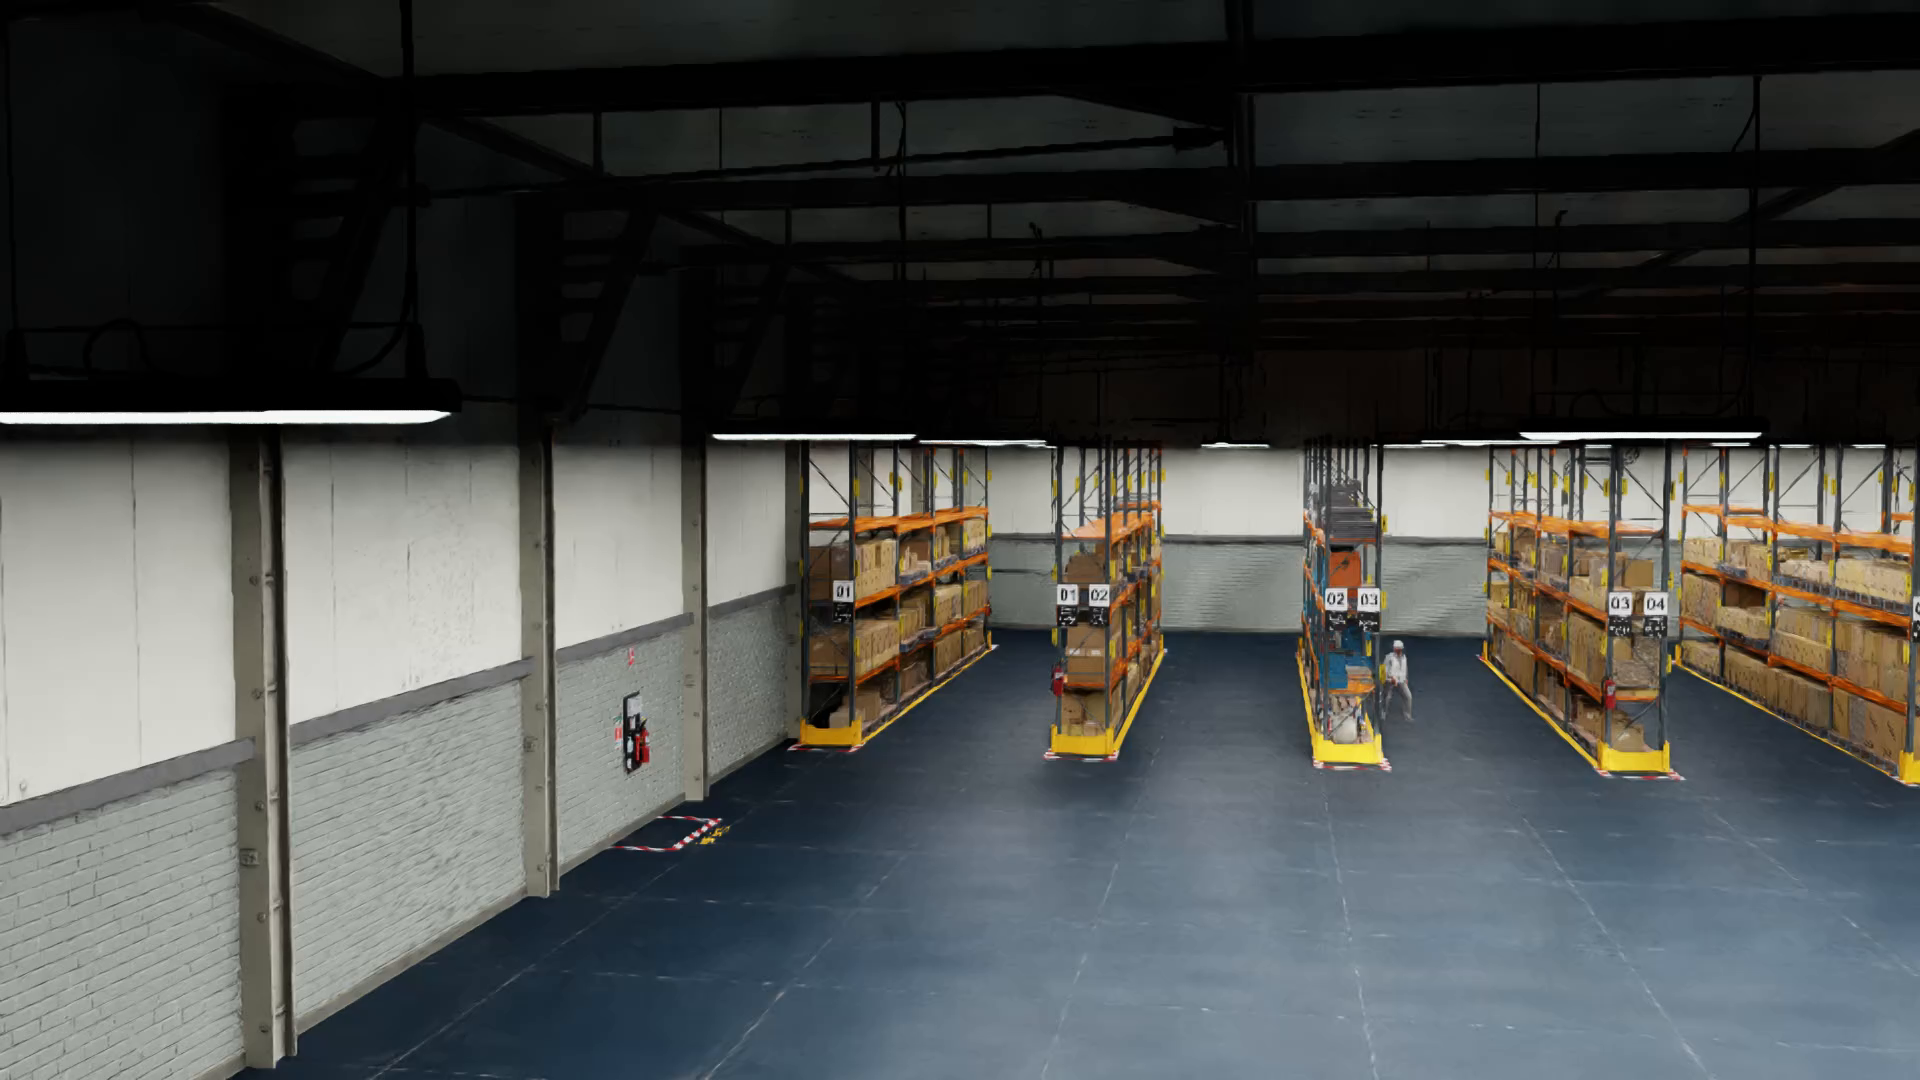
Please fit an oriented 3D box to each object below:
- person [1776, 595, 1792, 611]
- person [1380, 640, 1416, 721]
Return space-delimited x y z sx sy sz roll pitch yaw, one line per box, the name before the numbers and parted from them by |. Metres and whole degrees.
person | 22.824 2.365 46.049 0.503 1.705 0.647 -1 3 -23
person | 9.200 2.921 35.110 0.647 1.666 0.732 -1 3 -13
